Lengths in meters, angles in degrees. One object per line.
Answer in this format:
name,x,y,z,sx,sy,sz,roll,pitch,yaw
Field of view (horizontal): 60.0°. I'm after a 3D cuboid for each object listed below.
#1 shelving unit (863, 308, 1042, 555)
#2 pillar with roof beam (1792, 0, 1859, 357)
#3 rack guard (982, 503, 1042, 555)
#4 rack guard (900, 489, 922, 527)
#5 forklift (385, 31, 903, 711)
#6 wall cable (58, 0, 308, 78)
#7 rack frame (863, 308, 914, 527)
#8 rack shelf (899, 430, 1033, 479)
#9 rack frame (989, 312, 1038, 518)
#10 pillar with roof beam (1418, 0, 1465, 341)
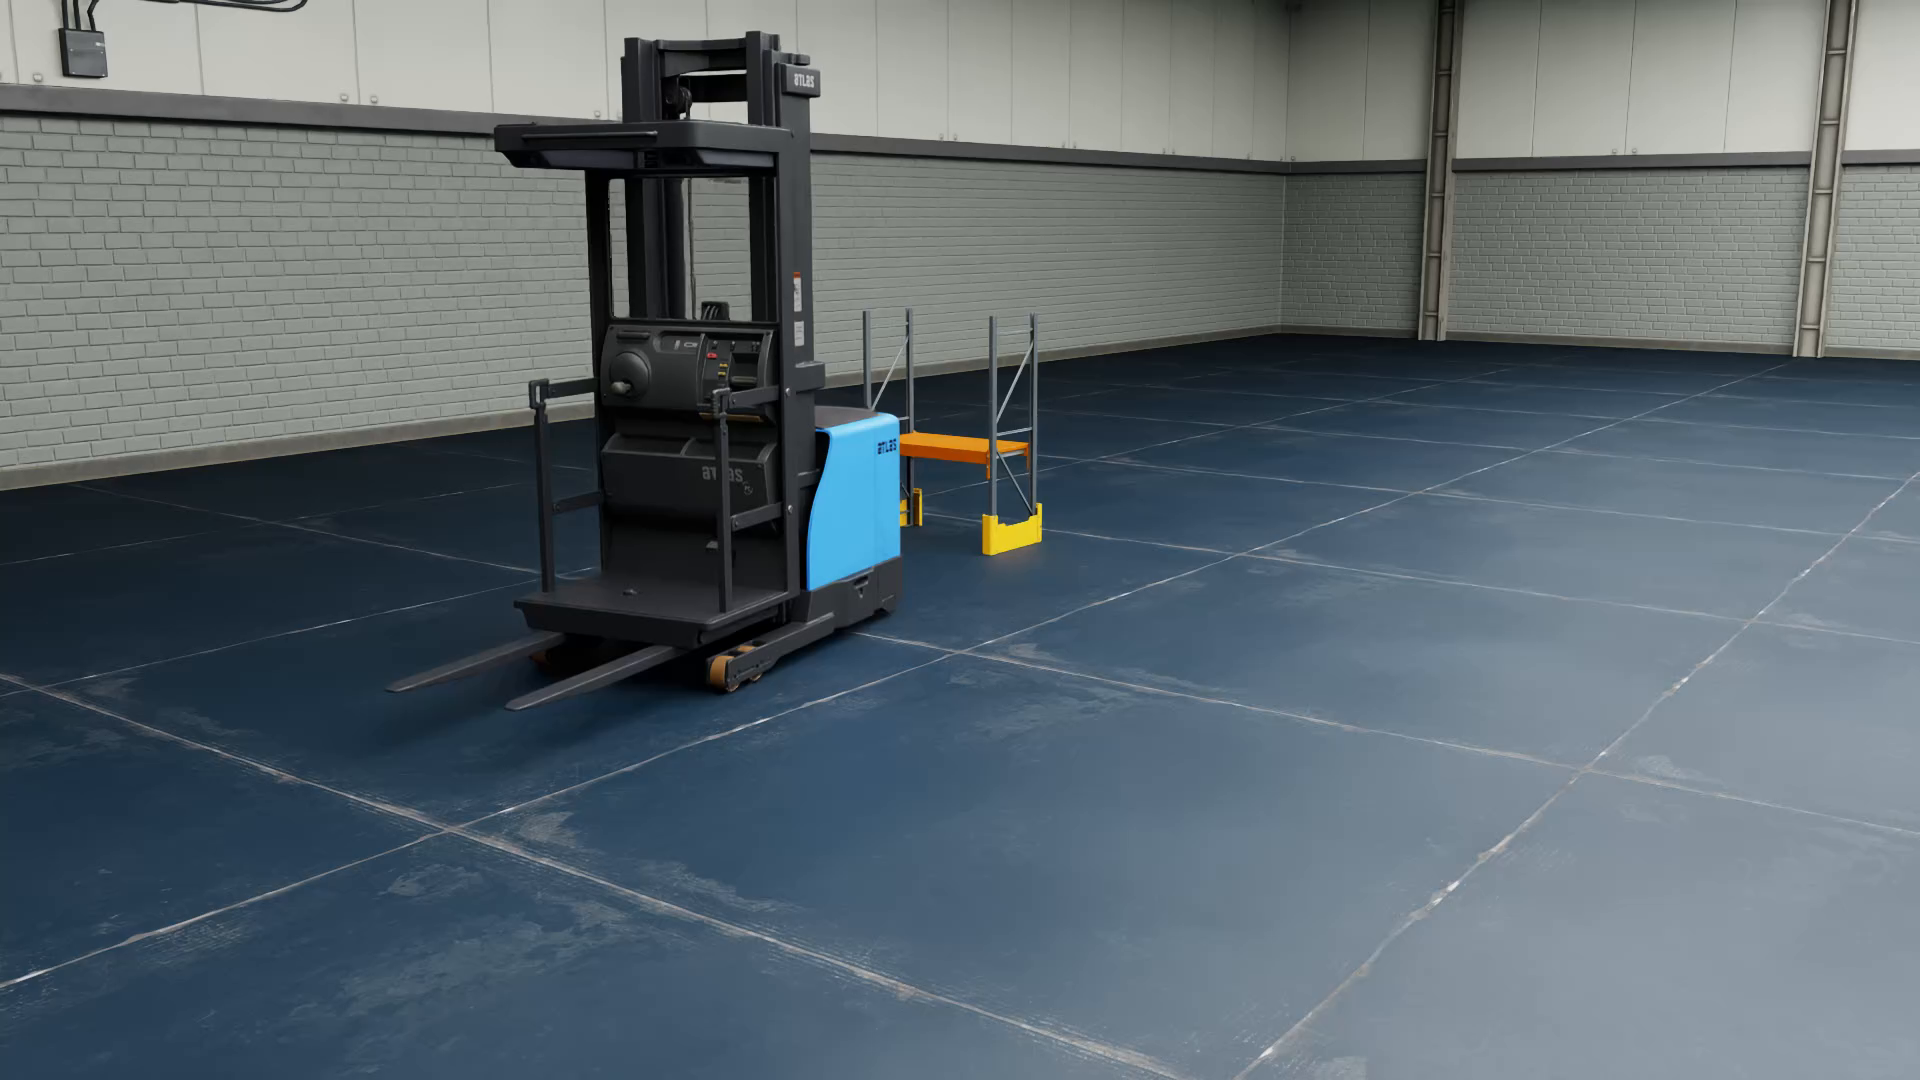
shelving unit,-0.061,-0.745,10.932,1.083,1.500,0.587,8,13,36
pillar with roof beam,10.579,-6.603,21.467,0.400,9.000,9.100,8,13,36
rack guard,0.340,-0.075,10.761,0.087,0.250,0.587,8,13,36
rack guard,-0.463,-0.187,11.340,0.087,0.250,0.587,8,13,36
forklift,-1.388,-0.848,7.698,1.130,2.935,3.031,5,12,24
wall cable,-6.314,-6.769,13.372,0.169,6.003,2.305,8,13,36
rack frame,-0.478,-0.803,11.232,0.032,1.500,0.500,8,13,36
rack shelf,-0.069,-0.569,10.971,1.000,0.185,0.538,8,13,36
rack frame,0.341,-0.689,10.641,0.032,1.500,0.500,8,13,36
pillar with roof beam,5.743,-7.277,24.953,0.400,9.000,9.100,8,13,36
